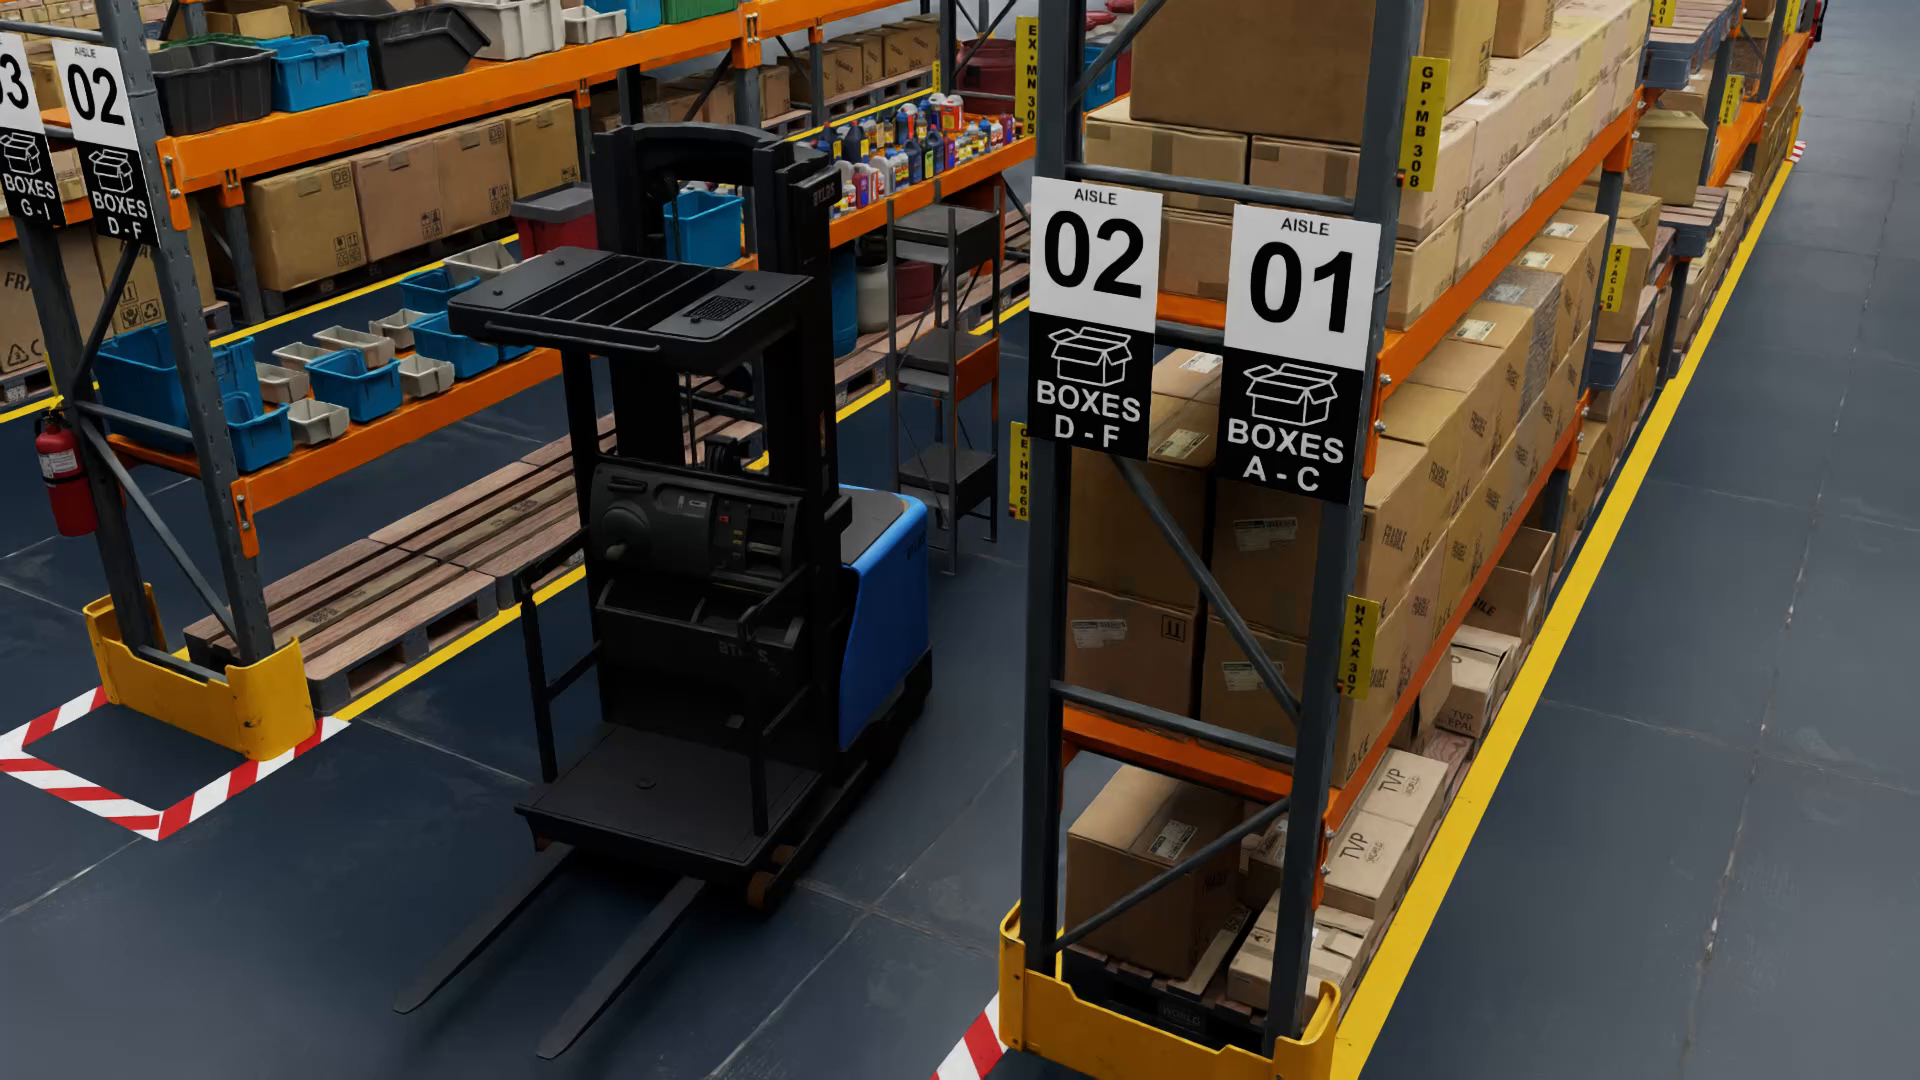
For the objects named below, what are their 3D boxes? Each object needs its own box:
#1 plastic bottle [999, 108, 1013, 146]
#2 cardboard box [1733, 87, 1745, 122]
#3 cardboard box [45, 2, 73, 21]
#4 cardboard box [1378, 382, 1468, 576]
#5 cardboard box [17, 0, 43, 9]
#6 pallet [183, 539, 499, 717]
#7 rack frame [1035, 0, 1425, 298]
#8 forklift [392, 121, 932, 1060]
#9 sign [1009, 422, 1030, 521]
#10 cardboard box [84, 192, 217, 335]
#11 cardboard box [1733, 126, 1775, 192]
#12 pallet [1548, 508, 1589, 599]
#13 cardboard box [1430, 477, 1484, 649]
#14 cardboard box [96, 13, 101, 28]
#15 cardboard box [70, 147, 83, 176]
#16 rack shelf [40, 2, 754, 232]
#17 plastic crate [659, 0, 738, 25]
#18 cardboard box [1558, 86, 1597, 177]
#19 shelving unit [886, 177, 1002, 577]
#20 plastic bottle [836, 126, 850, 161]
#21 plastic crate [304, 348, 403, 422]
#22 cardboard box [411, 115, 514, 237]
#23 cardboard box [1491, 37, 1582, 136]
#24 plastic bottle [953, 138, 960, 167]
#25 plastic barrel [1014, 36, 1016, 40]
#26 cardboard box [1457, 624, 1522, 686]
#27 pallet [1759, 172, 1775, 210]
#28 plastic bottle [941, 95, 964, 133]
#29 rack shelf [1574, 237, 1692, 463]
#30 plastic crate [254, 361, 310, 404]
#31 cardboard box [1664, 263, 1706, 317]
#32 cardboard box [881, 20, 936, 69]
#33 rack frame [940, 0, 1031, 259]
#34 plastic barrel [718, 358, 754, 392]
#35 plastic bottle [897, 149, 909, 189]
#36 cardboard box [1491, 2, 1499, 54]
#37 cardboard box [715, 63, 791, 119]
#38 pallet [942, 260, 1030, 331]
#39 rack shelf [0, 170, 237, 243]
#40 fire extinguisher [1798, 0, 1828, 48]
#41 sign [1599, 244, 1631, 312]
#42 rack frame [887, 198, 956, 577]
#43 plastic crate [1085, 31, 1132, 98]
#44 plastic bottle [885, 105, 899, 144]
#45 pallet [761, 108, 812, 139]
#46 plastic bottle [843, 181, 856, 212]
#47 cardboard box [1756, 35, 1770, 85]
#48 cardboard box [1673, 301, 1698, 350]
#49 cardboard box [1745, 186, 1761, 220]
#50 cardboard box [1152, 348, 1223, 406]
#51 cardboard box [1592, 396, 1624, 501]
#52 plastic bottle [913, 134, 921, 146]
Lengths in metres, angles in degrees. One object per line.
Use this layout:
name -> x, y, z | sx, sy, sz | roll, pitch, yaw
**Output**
plastic bottle -> 0.357, -3.235, 12.992 | 0.061, 0.283, 0.133 | 14, 30, 26
cardboard box -> 6.304, -3.652, 13.845 | 0.396, 0.266, 0.258 | 13, 30, 25
cardboard box -> -8.888, -5.163, 16.192 | 0.380, 0.149, 0.250 | 14, 30, 25
cardboard box -> 1.372, -0.231, 5.632 | 0.500, 0.500, 0.500 | 15, 30, 27
cardboard box -> -9.021, -5.190, 15.914 | 0.380, 0.149, 0.250 | 15, 30, 28
pallet -> -3.198, 0.423, 8.669 | 1.003, 0.211, 1.213 | 14, 30, 26
rack frame -> 0.674, -2.102, 3.895 | 1.000, 3.000, 0.127 | 14, 30, 26
forklift -> -1.152, -0.016, 6.507 | 1.130, 2.935, 3.031 | 10, 28, 19
sign -> 0.200, -0.208, 5.168 | 0.100, 0.325, 0.005 | 14, 30, 26
cardboard box -> -6.376, -2.159, 12.616 | 0.875, 0.875, 0.875 | 14, 30, 26
cardboard box -> 7.078, -3.501, 15.158 | 0.500, 0.500, 0.500 | 14, 30, 26
pallet -> 3.009, -0.056, 9.627 | 1.003, 0.211, 1.213 | 14, 30, 26
cardboard box -> 1.620, 0.024, 6.239 | 0.500, 0.500, 0.500 | 14, 30, 26
cardboard box -> -8.632, -5.235, 16.668 | 0.380, 0.149, 0.250 | 13, 29, 24
cardboard box -> -6.223, -2.795, 11.817 | 0.500, 0.250, 0.500 | 15, 30, 28
rack shelf -> -2.653, -2.310, 8.467 | 1.077, 0.370, 4.000 | 14, 30, 26
plastic crate -> -1.615, -3.085, 9.447 | 0.450, 0.188, 0.662 | 14, 30, 26
cardboard box -> 2.140, -1.615, 6.441 | 0.500, 0.250, 0.500 | 14, 30, 26
shelving unit -> -0.081, -0.874, 9.151 | 0.431, 2.100, 0.503 | 14, 30, 26
plastic bottle -> -0.878, -2.936, 12.402 | 0.152, 0.276, 0.135 | 14, 30, 26
plastic crate -> -2.905, -0.743, 8.004 | 0.416, 0.233, 0.300 | 14, 30, 26
cardboard box -> -4.817, -3.347, 14.990 | 1.225, 0.875, 0.875 | 14, 30, 26
cardboard box -> 1.895, -1.643, 5.940 | 0.500, 0.250, 0.500 | 14, 30, 26
plastic bottle -> -0.051, -2.892, 12.398 | 0.097, 0.201, 0.097 | 0, 27, 0
plastic barrel -> 0.618, -4.127, 14.518 | 0.421, 0.512, 0.421 | 0, 27, 0
cardboard box -> 2.476, 0.544, 8.005 | 0.380, 0.149, 0.250 | 14, 30, 26
pallet -> 7.604, -3.627, 16.759 | 1.003, 0.211, 1.213 | 14, 30, 26
plastic bottle -> -0.063, -3.443, 13.415 | 0.152, 0.276, 0.135 | 14, 30, 26
rack shelf -> 3.625, -1.436, 10.070 | 1.077, 0.370, 4.000 | 14, 30, 26
plastic crate -> -3.394, -0.778, 8.180 | 0.396, 0.136, 0.243 | 14, 30, 26
cardboard box -> 5.122, -1.885, 12.141 | 0.500, 0.311, 0.500 | 15, 30, 28
cardboard box -> -0.664, -6.427, 21.562 | 0.500, 0.500, 0.500 | 24, 35, 39
rack frame -> 0.298, -3.629, 13.648 | 1.000, 3.000, 0.127 | 14, 30, 26
plastic barrel -> -1.387, -1.528, 11.326 | 0.600, 0.901, 0.708 | 14, 30, 26
plastic bottle -> -0.412, -2.637, 11.811 | 0.097, 0.271, 0.097 | 0, 27, 0
cardboard box -> 1.384, -1.851, 5.516 | 0.700, 0.500, 0.500 | 14, 30, 26
cardboard box -> -2.367, -5.123, 18.934 | 0.700, 0.500, 0.500 | 12, 29, 22
pallet -> -0.053, -2.066, 13.640 | 1.003, 0.211, 1.213 | 14, 30, 26
rack shelf -> -6.965, -2.060, 11.317 | 1.077, 0.370, 4.000 | 14, 30, 26
fire extinguisher -> 9.007, -5.564, 17.600 | 0.296, 0.674, 0.183 | 14, 30, 26
sign -> 3.118, -1.248, 7.926 | 0.100, 0.325, 0.005 | 14, 30, 26
rack frame -> -0.201, -0.779, 8.961 | 0.400, 2.100, 0.015 | 14, 30, 26
plastic crate -> 1.360, -4.220, 14.758 | 0.402, 0.464, 0.583 | 14, 30, 26
plastic bottle -> -0.529, -3.257, 13.035 | 0.061, 0.283, 0.133 | 14, 30, 26
pallet -> -2.428, -4.728, 18.959 | 1.003, 0.211, 1.213 | 14, 30, 26
plastic bottle -> -0.753, -2.335, 11.286 | 0.097, 0.201, 0.097 | 0, 27, 0
cardboard box -> 7.043, -4.522, 15.320 | 0.700, 0.500, 0.500 | 14, 30, 26
cardboard box -> 5.122, -1.634, 12.267 | 0.500, 0.250, 0.500 | 14, 30, 26
cardboard box -> 7.069, -3.168, 15.330 | 0.500, 0.250, 0.500 | 14, 30, 26
cardboard box -> 0.901, -0.342, 5.853 | 0.500, 0.500, 0.500 | 15, 30, 27
cardboard box -> 3.597, -0.595, 9.889 | 0.500, 0.500, 0.500 | 15, 30, 27
plastic bottle -> -0.308, -2.839, 12.202 | 0.061, 0.283, 0.133 | 14, 30, 26
